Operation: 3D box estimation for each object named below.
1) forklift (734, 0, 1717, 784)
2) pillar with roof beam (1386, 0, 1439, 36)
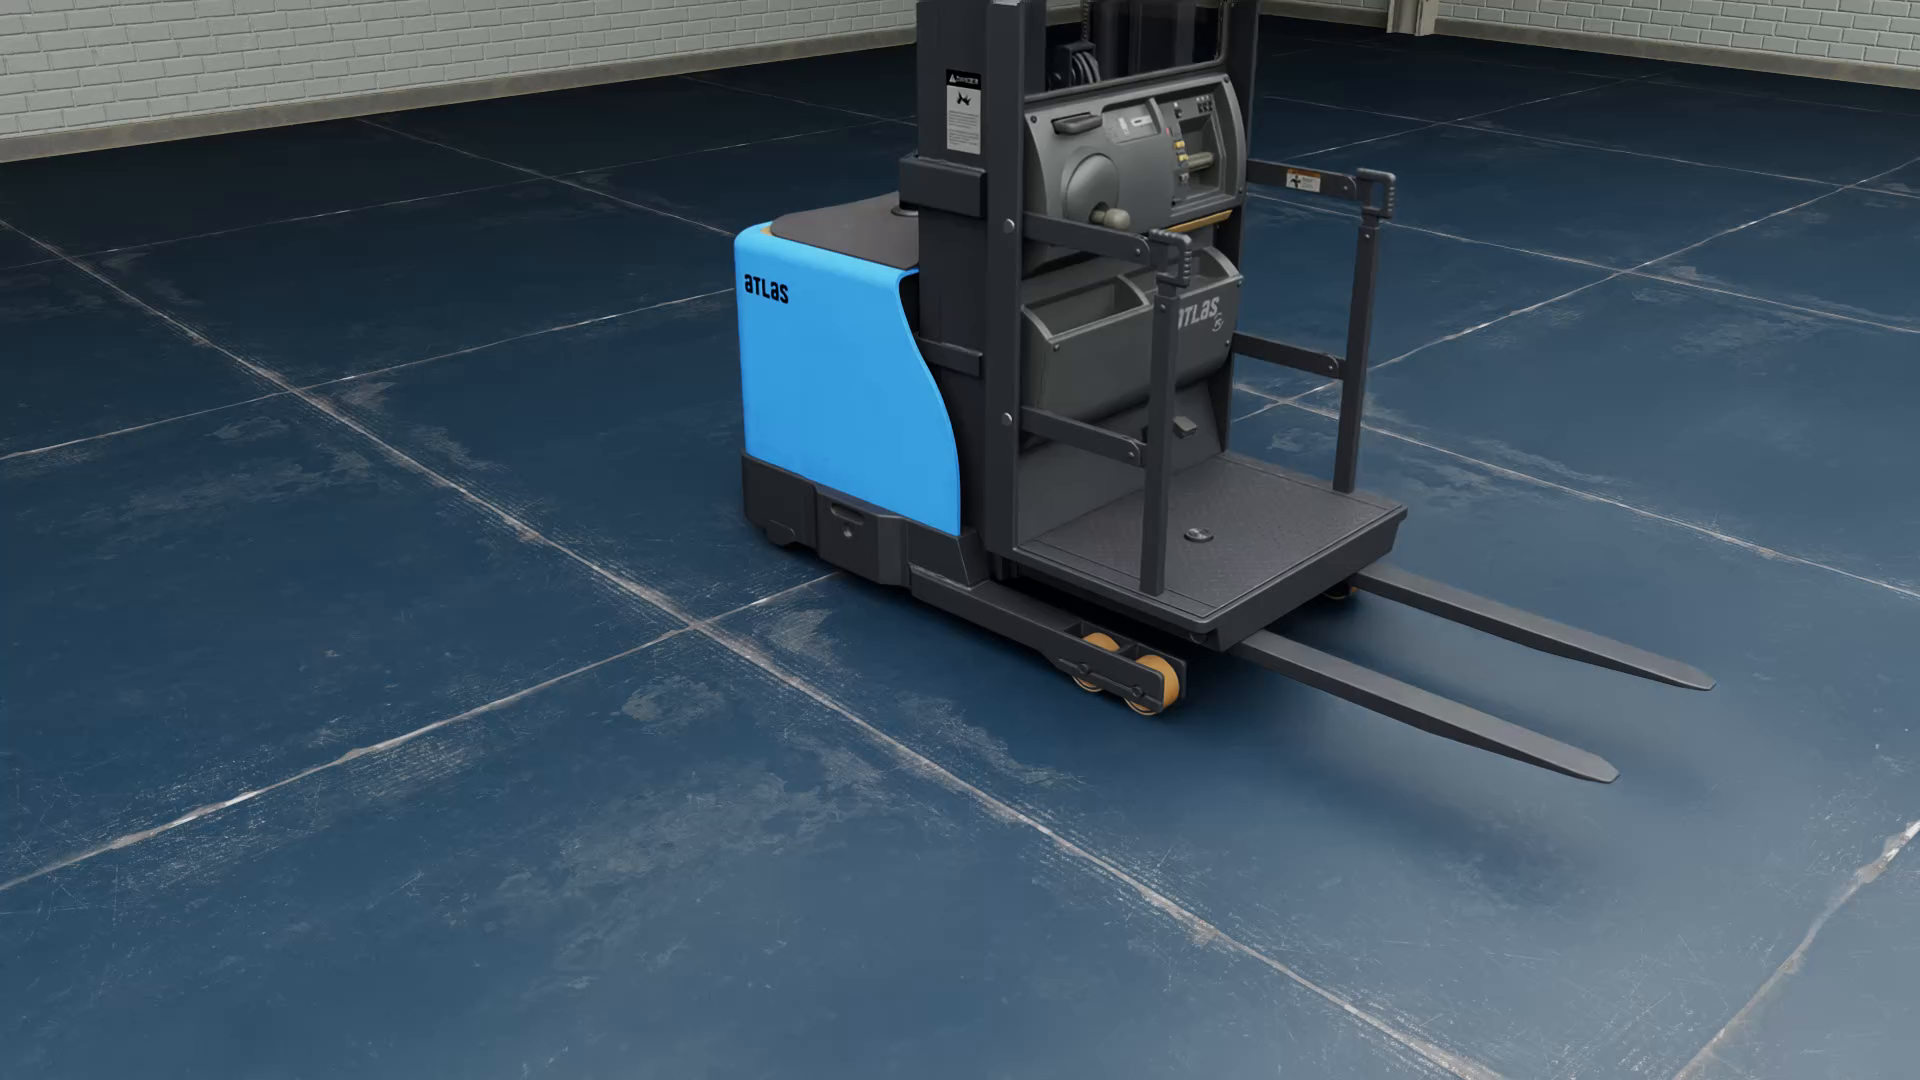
[{"bbox_3d":[0.670,-1.086,4.599,3.031,2.935,1.130,21,32,39],"label":"forklift"},{"bbox_3d":[1.558,-8.163,12.802,9.100,9.000,0.400,-21,32,-38],"label":"pillar with roof beam"}]
